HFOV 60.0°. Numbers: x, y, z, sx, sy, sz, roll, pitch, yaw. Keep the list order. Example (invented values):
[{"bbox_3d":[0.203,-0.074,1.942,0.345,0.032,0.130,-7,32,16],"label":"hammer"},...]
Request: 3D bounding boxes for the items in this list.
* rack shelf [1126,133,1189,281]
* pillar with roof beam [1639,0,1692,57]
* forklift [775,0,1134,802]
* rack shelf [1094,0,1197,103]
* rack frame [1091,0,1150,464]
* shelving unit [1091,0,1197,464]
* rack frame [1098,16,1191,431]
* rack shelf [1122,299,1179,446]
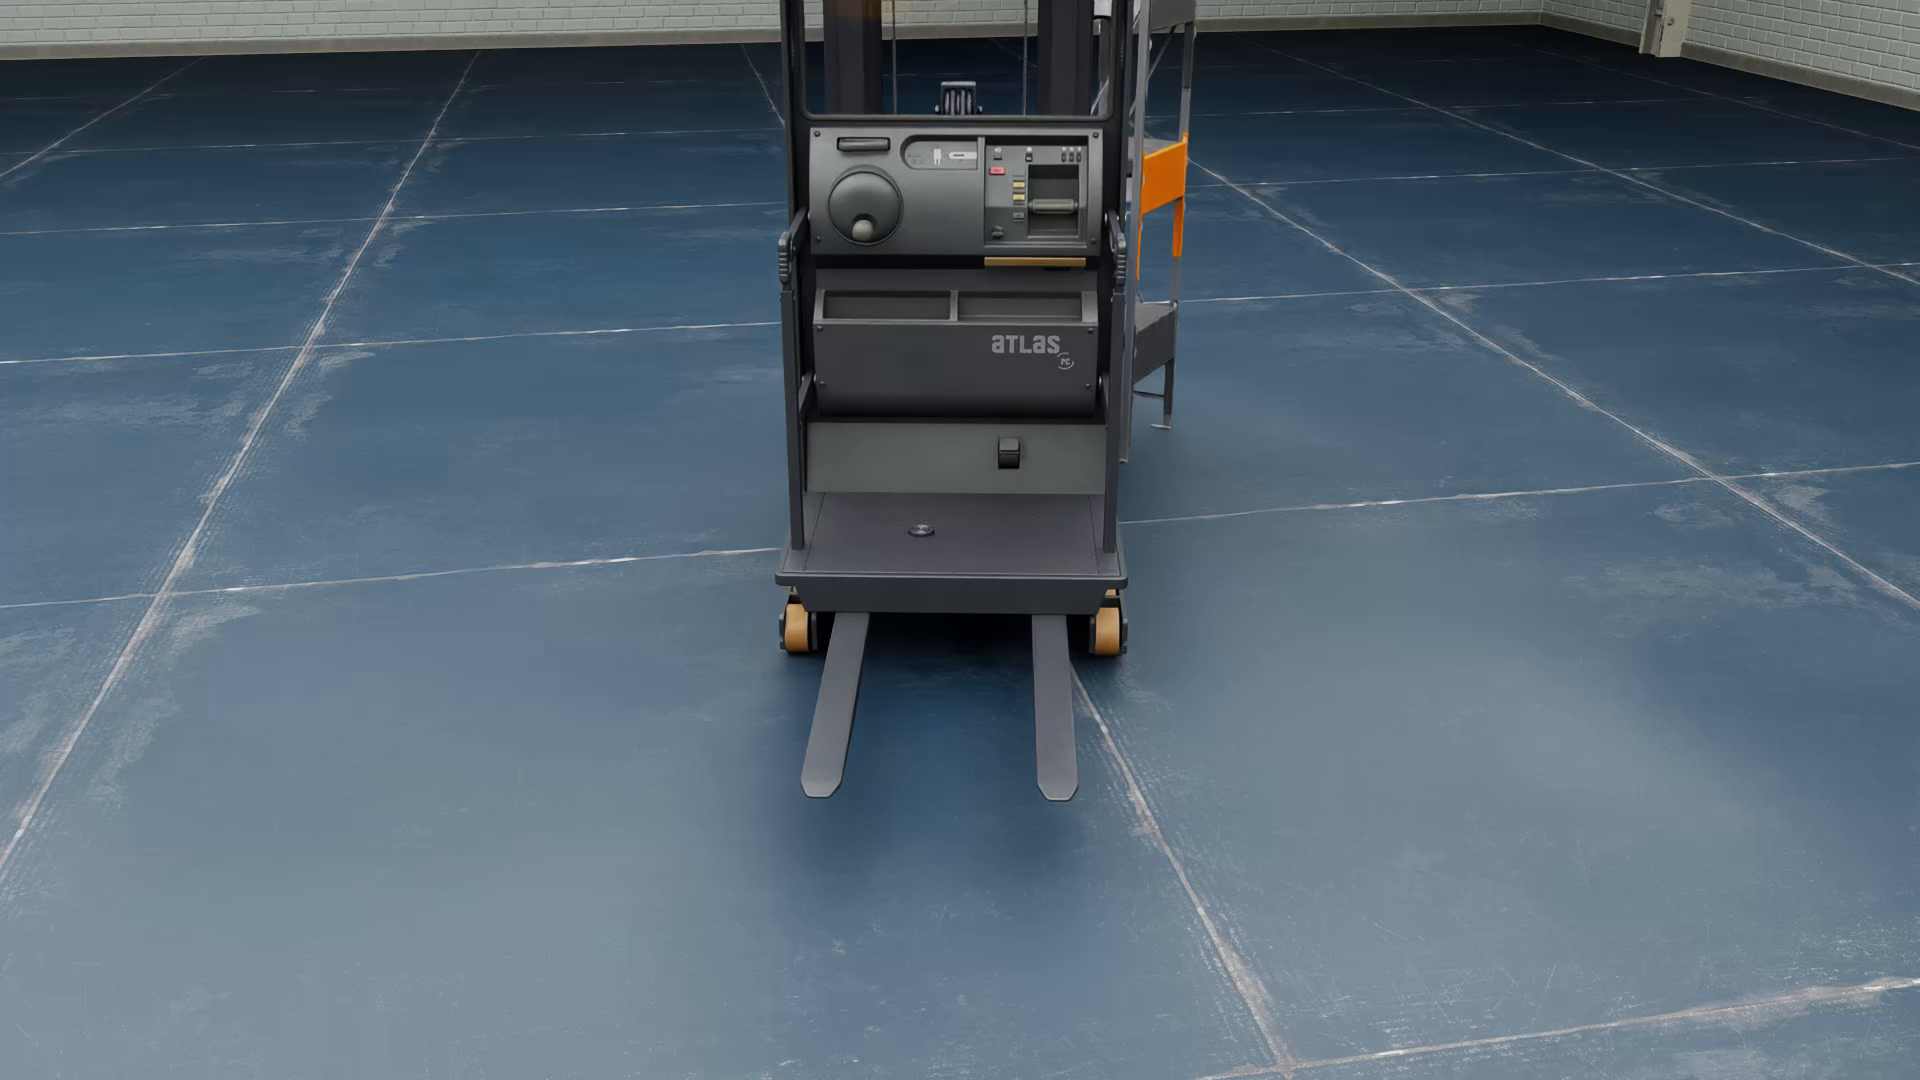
[{"bbox_3d":[0.646,-1.396,6.849,0.431,0.518,0.480,12,26,26],"label":"rack shelf"},{"bbox_3d":[3.710,-9.310,16.323,9.100,9.000,0.400,-4,24,-10],"label":"pillar with roof beam"},{"bbox_3d":[-0.016,-1.092,5.089,1.130,2.935,3.031,1,24,1],"label":"forklift"},{"bbox_3d":[0.651,-2.041,6.576,0.431,0.518,0.480,12,26,26],"label":"rack shelf"},{"bbox_3d":[0.531,-1.325,6.645,0.400,2.100,0.015,12,26,26],"label":"rack frame"},{"bbox_3d":[0.646,-1.409,6.843,0.431,2.100,0.503,12,26,26],"label":"shelving unit"},{"bbox_3d":[0.762,-1.492,7.042,0.400,2.100,0.015,12,26,26],"label":"rack frame"},{"bbox_3d":[0.642,-0.751,7.121,0.431,0.518,0.480,12,26,26],"label":"rack shelf"}]
